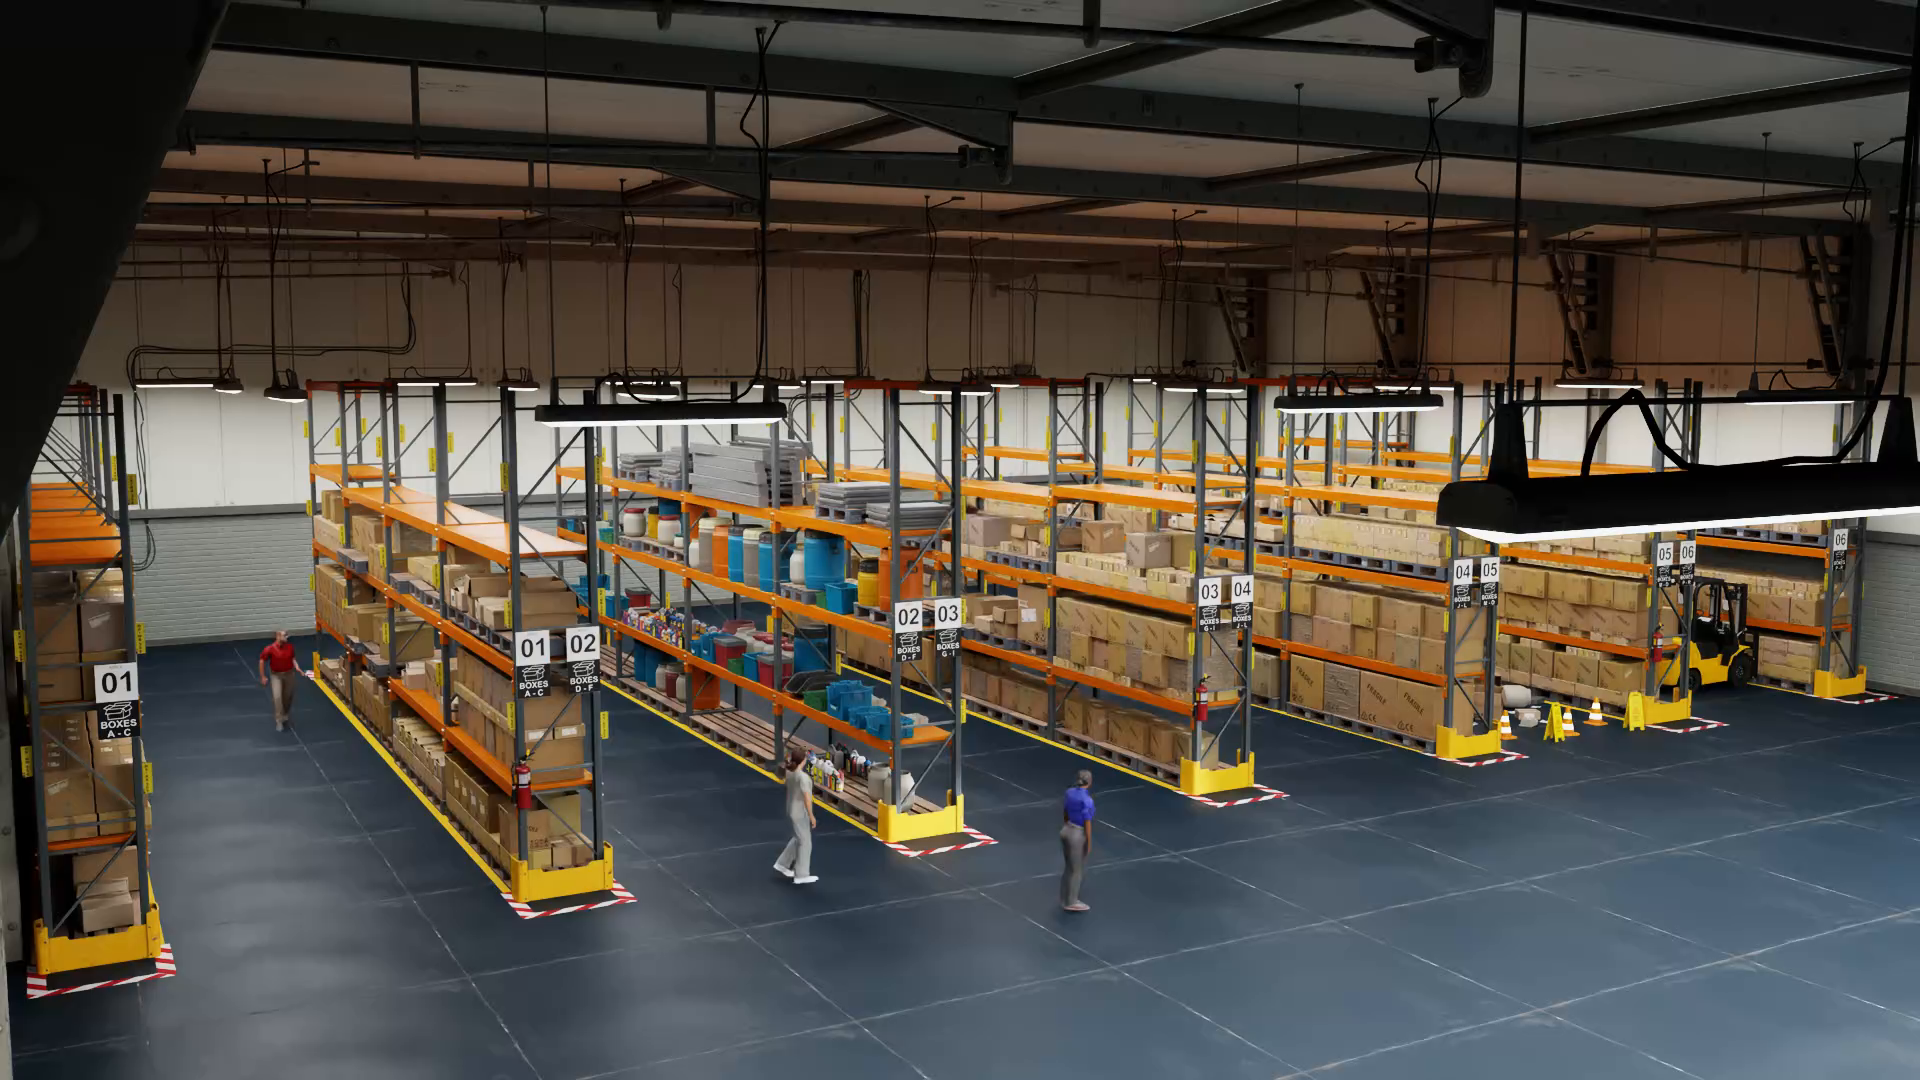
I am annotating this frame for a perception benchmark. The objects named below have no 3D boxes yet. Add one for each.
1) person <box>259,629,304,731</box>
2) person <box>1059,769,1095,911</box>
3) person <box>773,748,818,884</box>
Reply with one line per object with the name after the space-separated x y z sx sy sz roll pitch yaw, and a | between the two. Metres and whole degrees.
-11.861 2.428 29.063 0.695 1.741 0.936 -3 7 -28 | person
1.362 3.467 19.269 0.354 1.657 0.475 -4 7 -31 | person
-1.993 3.355 20.299 0.476 1.669 0.539 -3 7 -25 | person
